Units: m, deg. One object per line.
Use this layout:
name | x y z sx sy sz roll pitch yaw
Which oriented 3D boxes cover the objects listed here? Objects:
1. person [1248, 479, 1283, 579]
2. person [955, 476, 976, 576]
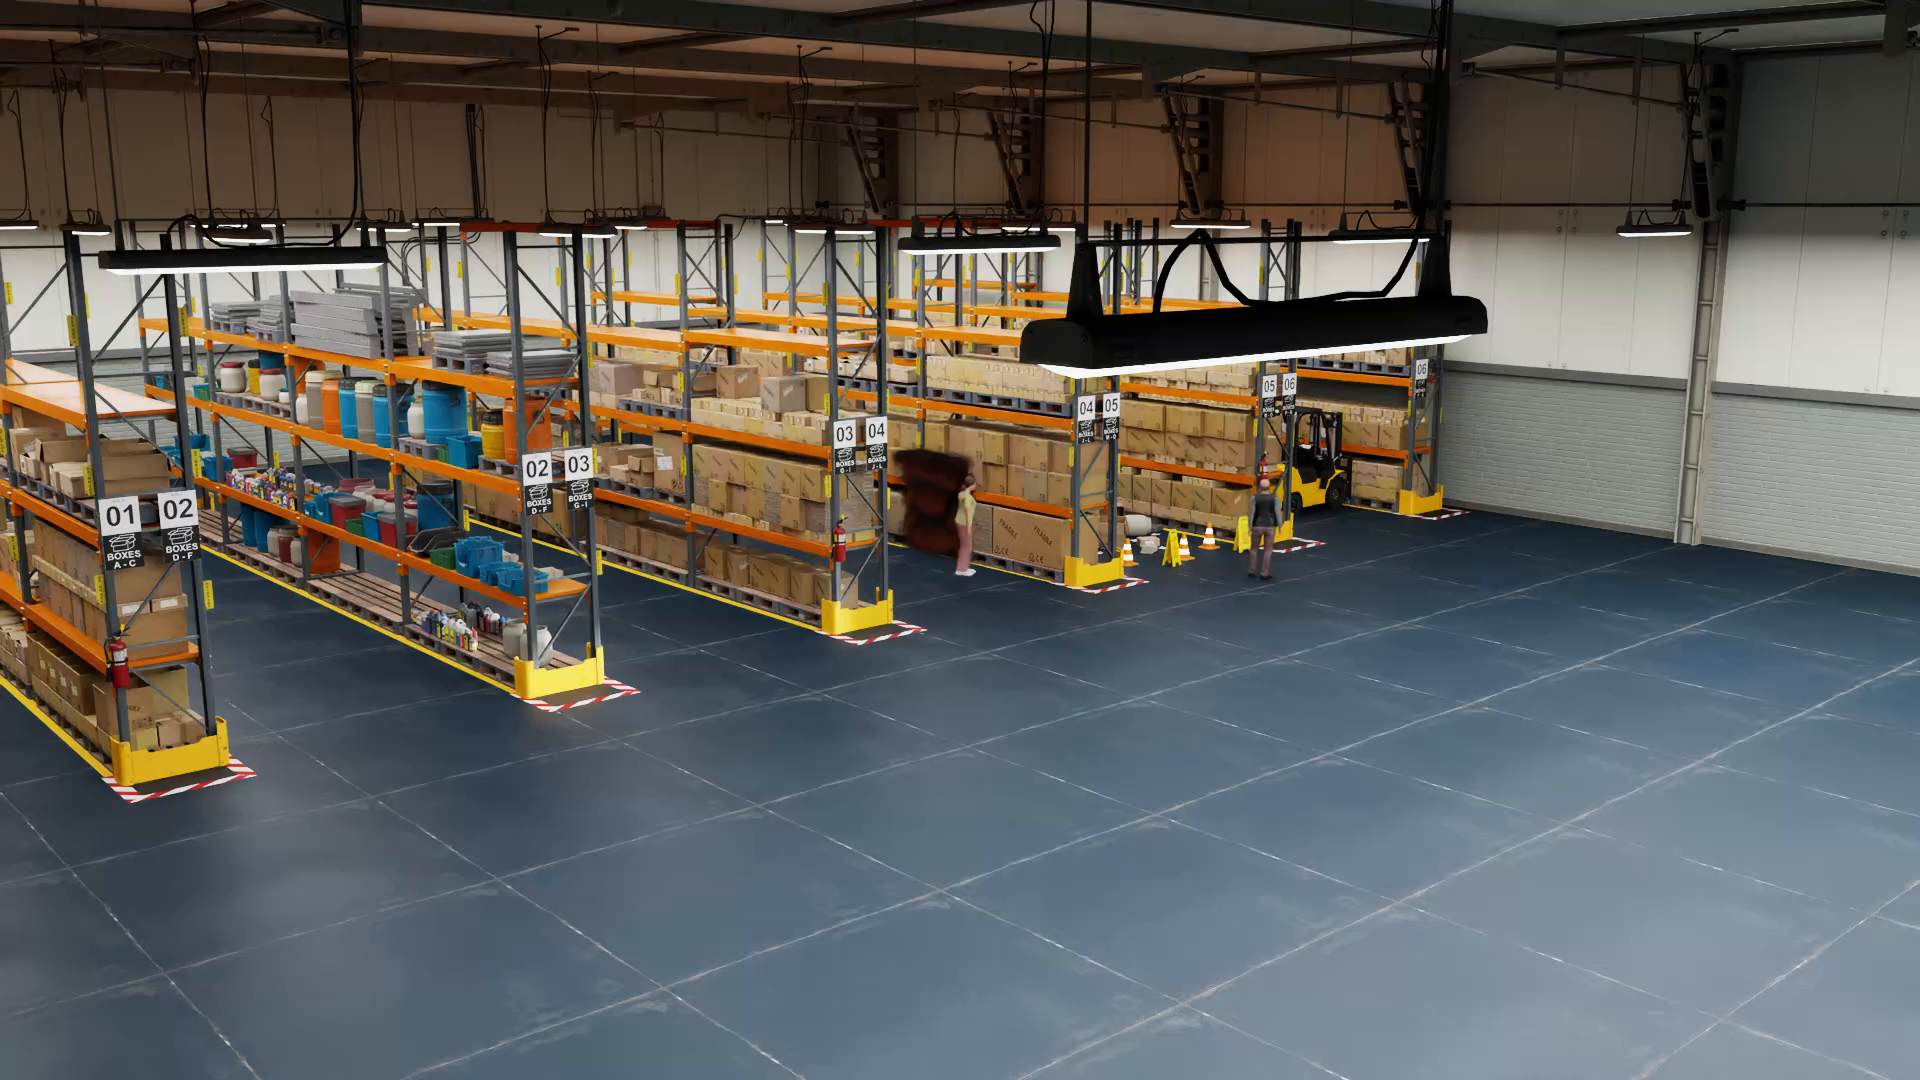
person | 5.240 -0.189 28.524 0.586 1.747 0.477 4 12 17
person | 0.090 -0.242 27.426 0.353 1.670 0.477 -3 12 -15
